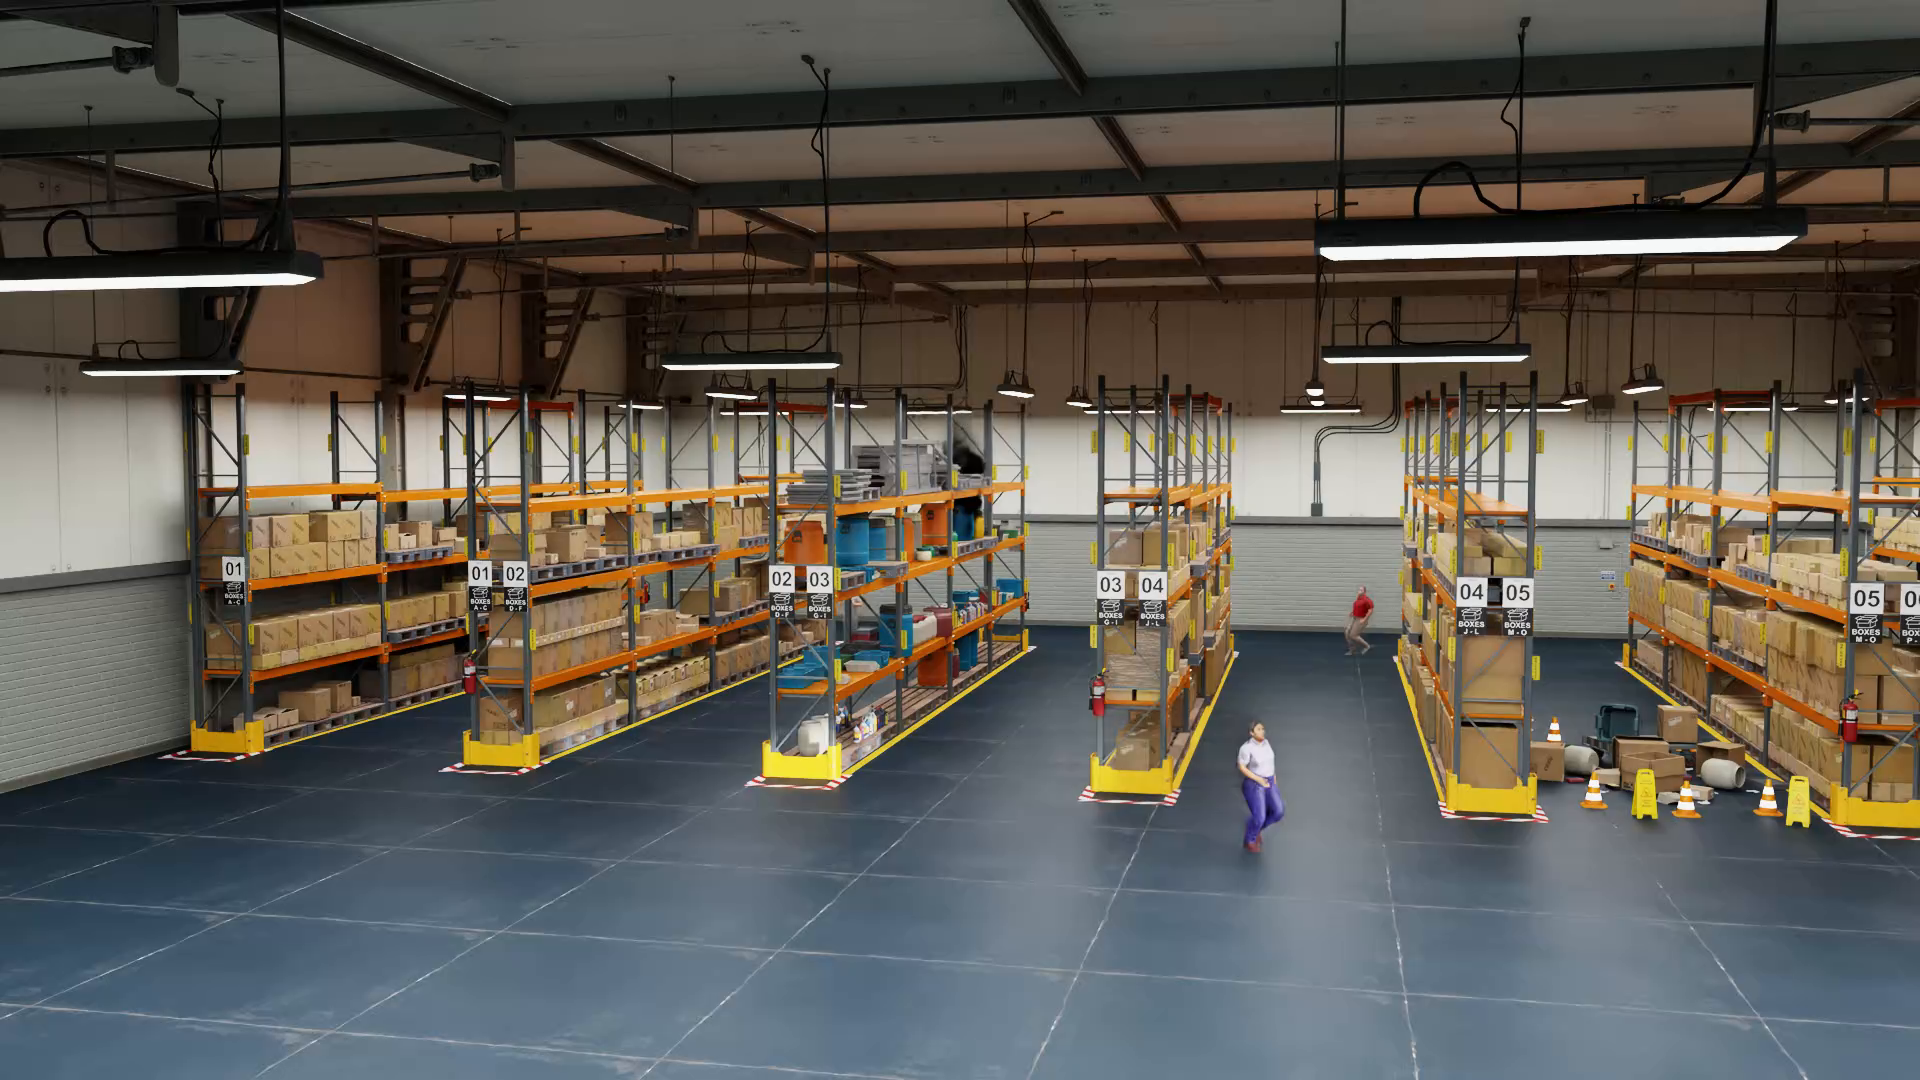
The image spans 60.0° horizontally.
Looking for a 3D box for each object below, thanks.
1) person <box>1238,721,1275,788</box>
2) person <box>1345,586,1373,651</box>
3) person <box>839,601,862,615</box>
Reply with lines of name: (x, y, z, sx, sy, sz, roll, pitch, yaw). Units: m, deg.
person: (3.713, 2.637, 20.443, 0.616, 0.816, 0.480, -2, 4, -37)
person: (9.464, 1.874, 39.510, 0.502, 1.556, 0.683, -1, 3, -9)
person: (-2.449, 1.738, 37.149, 0.546, 1.715, 0.823, 0, 3, -1)
